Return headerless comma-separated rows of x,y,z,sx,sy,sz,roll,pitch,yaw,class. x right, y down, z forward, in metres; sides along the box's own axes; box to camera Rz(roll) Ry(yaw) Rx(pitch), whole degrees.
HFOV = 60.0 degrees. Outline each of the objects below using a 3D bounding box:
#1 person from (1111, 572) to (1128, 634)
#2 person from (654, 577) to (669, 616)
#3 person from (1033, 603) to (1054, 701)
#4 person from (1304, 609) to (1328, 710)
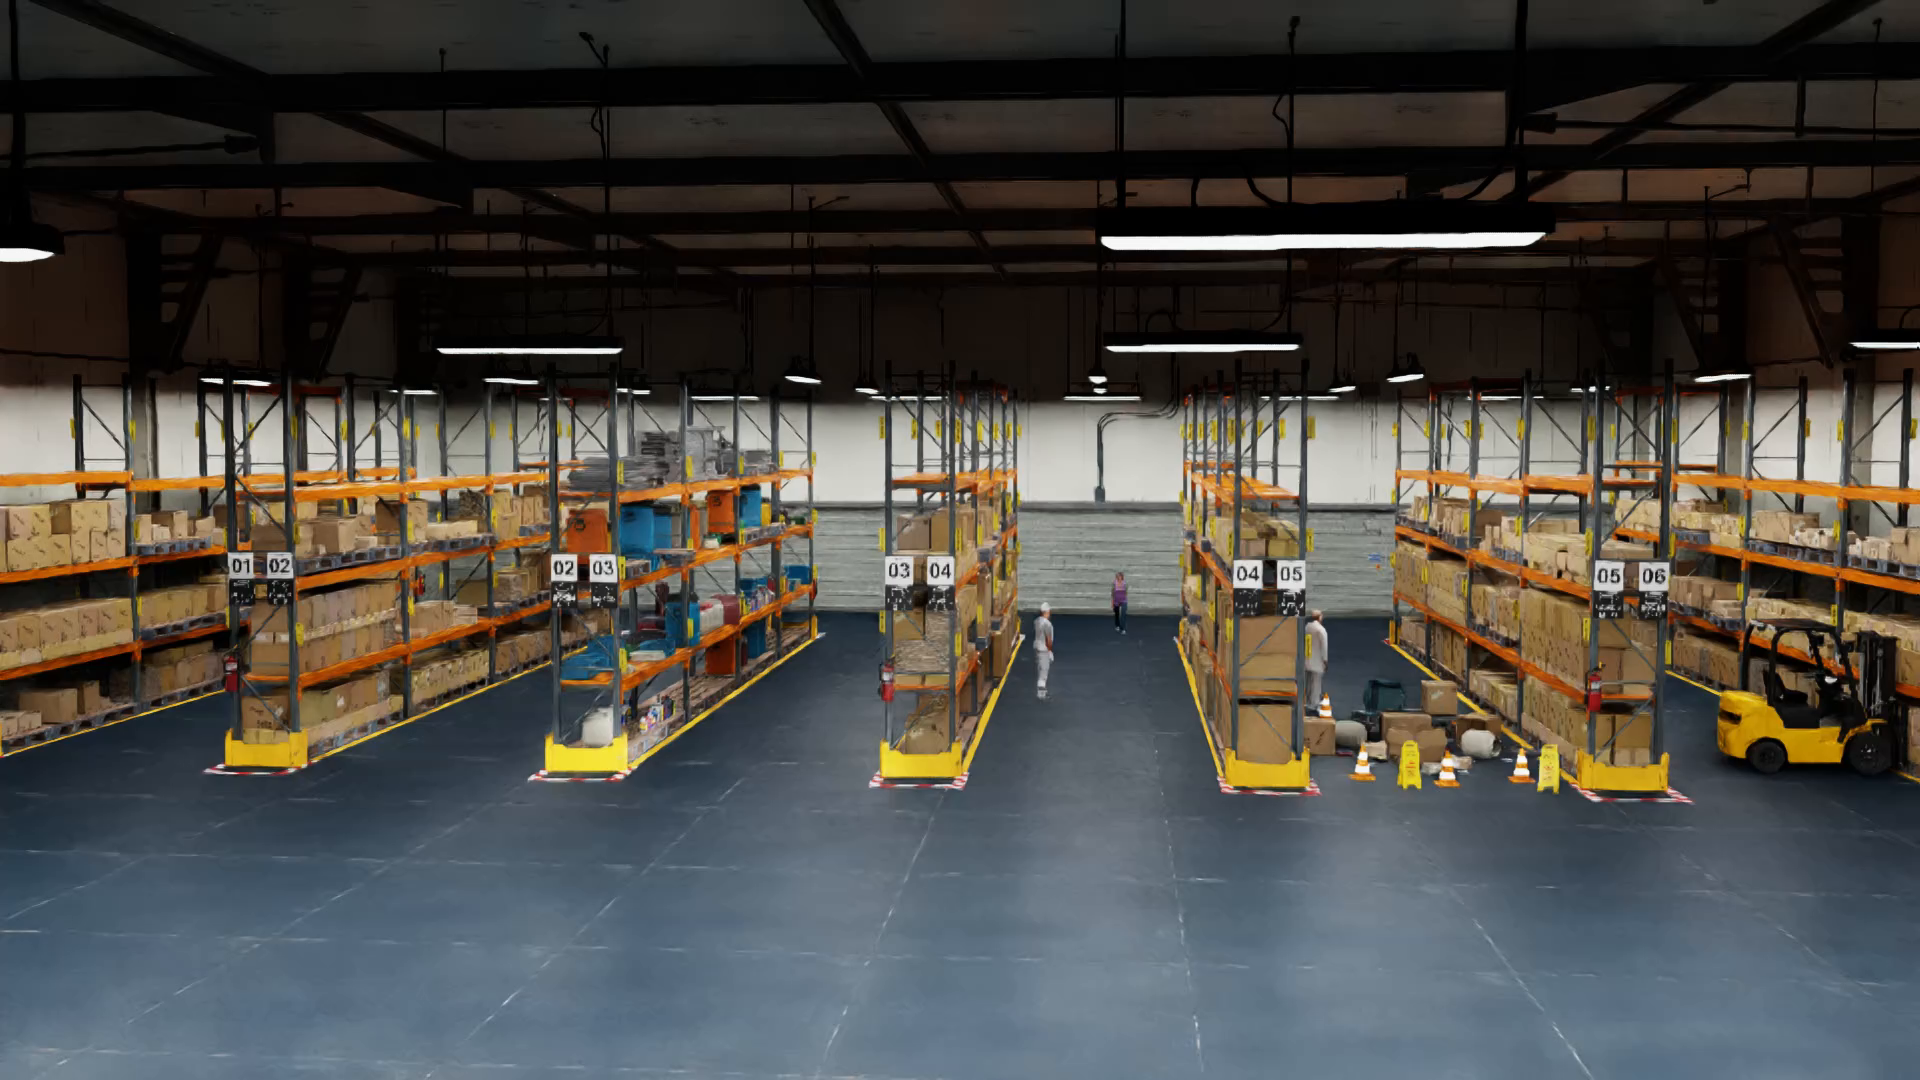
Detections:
3.935,1.579,41.088,0.417,1.417,1.037,0,4,8,person
-6.950,1.535,38.895,0.446,1.782,0.668,0,4,-5,person
1.600,2.060,30.887,0.468,1.787,0.625,-1,4,-21,person
6.421,2.130,29.838,0.520,1.790,0.656,-2,4,-24,person
